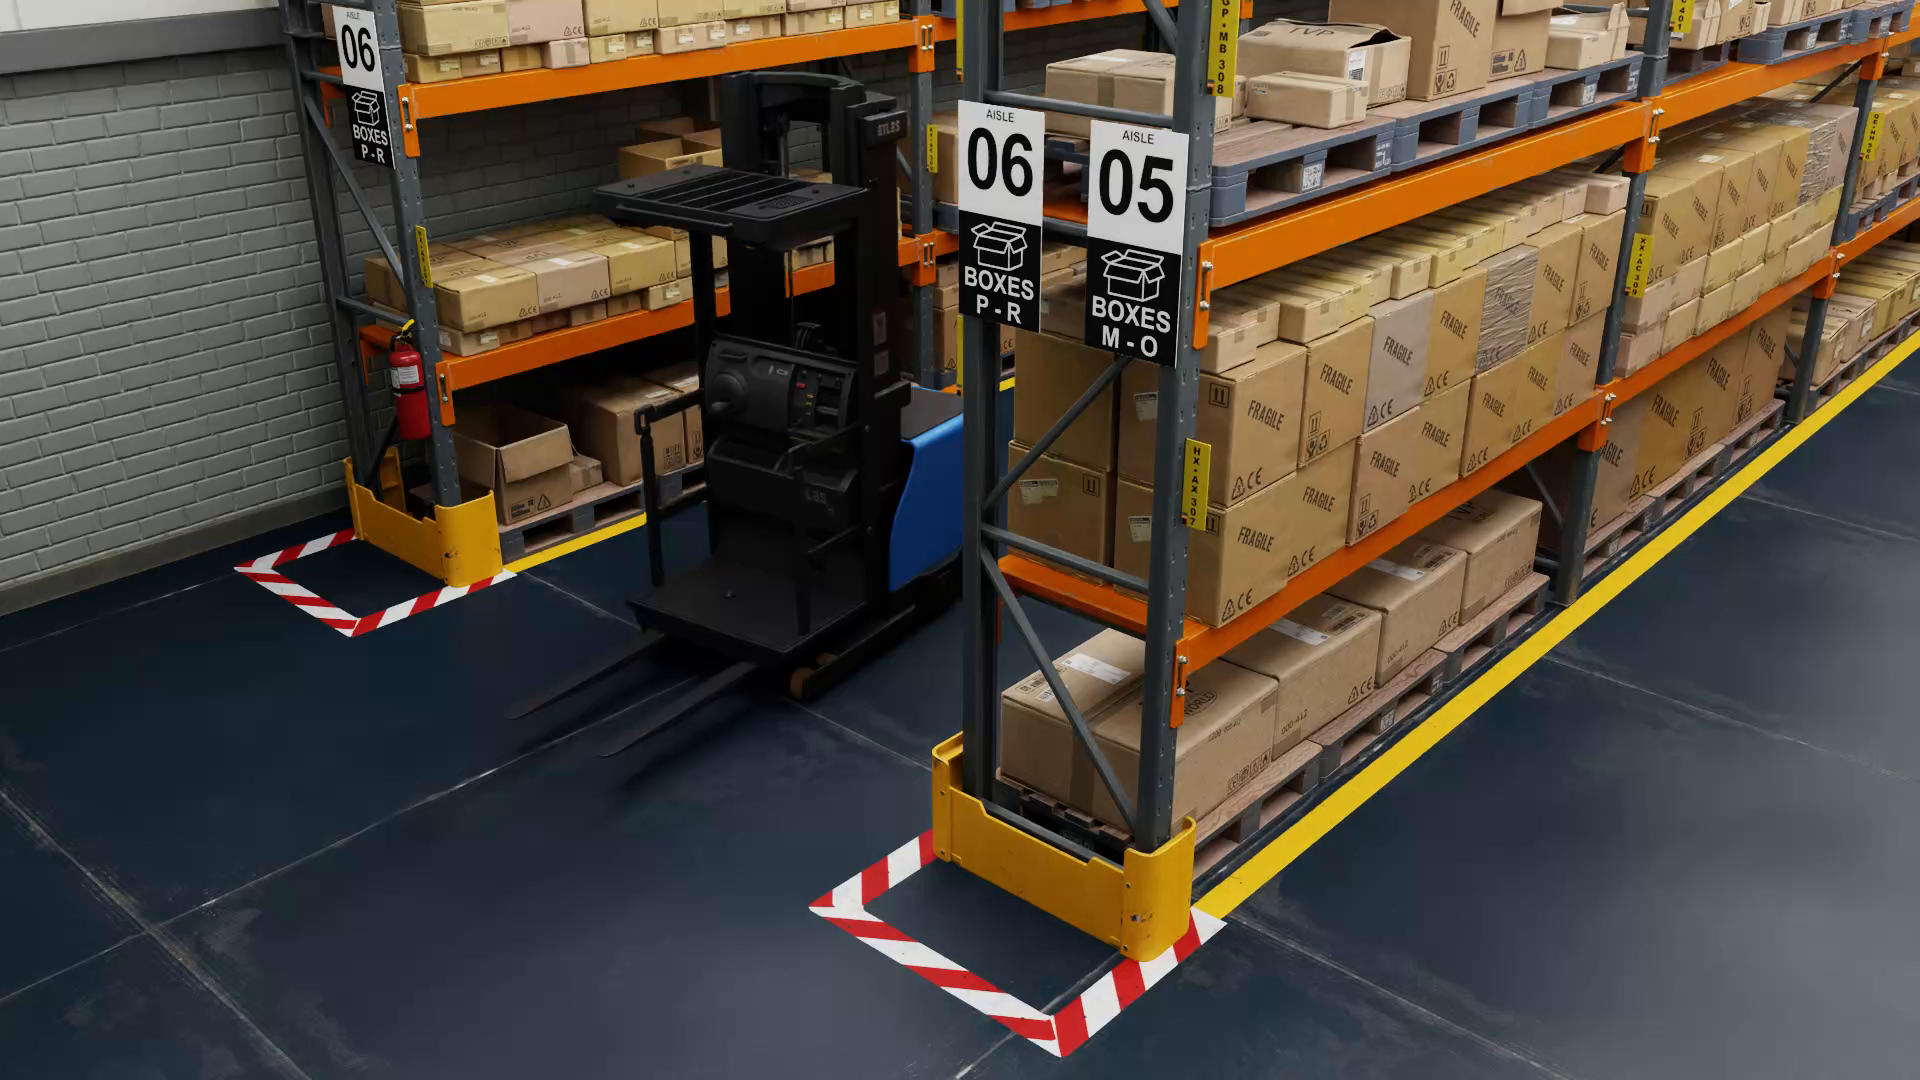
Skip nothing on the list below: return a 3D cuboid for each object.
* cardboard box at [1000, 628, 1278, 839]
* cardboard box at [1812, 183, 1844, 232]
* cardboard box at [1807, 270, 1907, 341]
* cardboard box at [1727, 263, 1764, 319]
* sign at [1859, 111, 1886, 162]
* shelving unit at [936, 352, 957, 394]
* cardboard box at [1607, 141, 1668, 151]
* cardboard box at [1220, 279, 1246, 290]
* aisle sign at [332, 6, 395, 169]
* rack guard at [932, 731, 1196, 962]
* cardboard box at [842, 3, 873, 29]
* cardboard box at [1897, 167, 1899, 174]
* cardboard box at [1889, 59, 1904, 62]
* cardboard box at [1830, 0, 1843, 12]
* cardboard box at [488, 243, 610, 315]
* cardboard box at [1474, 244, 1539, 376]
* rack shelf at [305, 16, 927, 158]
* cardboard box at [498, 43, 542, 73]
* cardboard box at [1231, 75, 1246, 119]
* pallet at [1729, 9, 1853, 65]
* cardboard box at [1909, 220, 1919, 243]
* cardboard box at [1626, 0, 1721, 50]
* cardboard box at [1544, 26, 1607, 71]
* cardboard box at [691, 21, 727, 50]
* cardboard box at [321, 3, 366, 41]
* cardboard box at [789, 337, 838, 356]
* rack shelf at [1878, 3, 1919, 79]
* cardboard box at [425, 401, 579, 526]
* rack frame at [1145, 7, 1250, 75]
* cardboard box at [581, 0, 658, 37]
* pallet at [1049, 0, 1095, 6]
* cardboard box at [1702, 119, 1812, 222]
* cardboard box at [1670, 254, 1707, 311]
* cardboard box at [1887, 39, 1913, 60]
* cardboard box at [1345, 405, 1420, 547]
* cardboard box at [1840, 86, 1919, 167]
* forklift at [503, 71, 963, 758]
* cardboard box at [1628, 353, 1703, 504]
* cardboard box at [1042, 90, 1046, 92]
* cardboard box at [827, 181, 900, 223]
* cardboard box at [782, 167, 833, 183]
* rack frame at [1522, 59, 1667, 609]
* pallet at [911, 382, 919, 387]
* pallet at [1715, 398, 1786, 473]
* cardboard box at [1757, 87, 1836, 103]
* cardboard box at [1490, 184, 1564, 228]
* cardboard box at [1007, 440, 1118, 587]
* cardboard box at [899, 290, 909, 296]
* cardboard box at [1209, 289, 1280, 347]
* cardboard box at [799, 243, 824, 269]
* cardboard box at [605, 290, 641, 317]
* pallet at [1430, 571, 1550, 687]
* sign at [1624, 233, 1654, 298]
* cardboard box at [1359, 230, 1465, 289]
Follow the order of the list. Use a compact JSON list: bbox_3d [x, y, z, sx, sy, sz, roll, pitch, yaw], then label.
[{"bbox_3d":[0.787,0.834,7.342,0.875,0.438,0.875,19,30,36],"label":"cardboard box"},{"bbox_3d":[5.627,-2.295,11.275,0.500,0.250,0.500,20,31,37],"label":"cardboard box"},{"bbox_3d":[7.142,-1.971,13.678,0.950,0.372,0.625,21,32,39],"label":"cardboard box"},{"bbox_3d":[4.620,-1.587,10.306,0.500,0.250,0.500,20,31,37],"label":"cardboard box"},{"bbox_3d":[6.176,-2.730,11.258,0.100,0.325,0.005,20,31,38],"label":"sign"},{"bbox_3d":[0.010,-0.552,10.014,0.258,1.200,0.189,20,31,38],"label":"shelving unit"},{"bbox_3d":[3.895,-2.149,10.032,0.500,0.500,0.500,21,32,39],"label":"cardboard box"},{"bbox_3d":[0.972,-1.128,6.962,0.380,0.149,0.250,21,32,39],"label":"cardboard box"},{"bbox_3d":[-3.104,-2.355,8.658,0.394,0.787,0.004,20,31,38],"label":"aisle sign"},{"bbox_3d":[0.405,1.233,6.889,1.175,0.500,0.348,20,31,38],"label":"rack guard"},{"bbox_3d":[-0.794,-3.478,10.982,0.380,0.149,0.250,20,31,37],"label":"cardboard box"},{"bbox_3d":[7.008,-2.895,12.834,0.380,0.149,0.250,22,32,39],"label":"cardboard box"},{"bbox_3d":[7.904,-3.880,14.237,0.500,0.500,0.500,21,32,39],"label":"cardboard box"},{"bbox_3d":[5.102,-3.336,10.009,0.396,0.266,0.258,19,30,36],"label":"cardboard box"},{"bbox_3d":[-2.438,-1.555,9.871,0.500,0.250,0.500,21,31,38],"label":"cardboard box"},{"bbox_3d":[2.304,-1.106,7.707,0.500,0.500,0.500,21,31,38],"label":"cardboard box"},{"bbox_3d":[-1.943,-2.919,10.307,1.077,0.370,4.000,20,31,38],"label":"rack shelf"},{"bbox_3d":[-2.552,-2.718,9.285,0.380,0.149,0.250,20,31,38],"label":"cardboard box"},{"bbox_3d":[0.875,-1.718,6.420,0.380,0.149,0.250,17,29,34],"label":"cardboard box"},{"bbox_3d":[4.626,-3.083,10.024,1.003,0.211,1.213,22,32,40],"label":"pallet"},{"bbox_3d":[9.025,-2.956,15.108,0.500,0.500,0.500,22,32,40],"label":"cardboard box"},{"bbox_3d":[3.686,-2.690,8.567,0.396,0.266,0.258,20,31,37],"label":"cardboard box"},{"bbox_3d":[2.727,-2.263,7.635,0.380,0.149,0.250,21,32,39],"label":"cardboard box"},{"bbox_3d":[-1.633,-3.075,10.082,0.380,0.149,0.250,21,32,39],"label":"cardboard box"},{"bbox_3d":[-3.183,-2.915,9.239,0.500,0.250,0.500,19,31,37],"label":"cardboard box"},{"bbox_3d":[-1.225,-1.316,12.292,0.500,0.311,0.500,22,32,39],"label":"cardboard box"},{"bbox_3d":[7.095,-4.002,12.723,1.077,0.370,4.000,20,31,38],"label":"rack shelf"},{"bbox_3d":[-2.799,-0.482,10.197,0.797,0.503,0.637,19,30,36],"label":"cardboard box"},{"bbox_3d":[2.062,-3.707,14.851,1.000,3.000,0.127,20,31,38],"label":"rack frame"},{"bbox_3d":[-2.103,-3.079,9.604,0.500,0.250,0.500,19,30,36],"label":"cardboard box"},{"bbox_3d":[0.569,-4.267,12.664,1.213,0.211,1.003,20,31,38],"label":"pallet"},{"bbox_3d":[4.938,-2.317,10.408,0.500,0.500,0.500,20,31,38],"label":"cardboard box"},{"bbox_3d":[3.922,-1.517,9.539,0.500,0.250,0.500,21,31,38],"label":"cardboard box"},{"bbox_3d":[7.853,-4.193,14.144,0.380,0.149,0.250,20,31,37],"label":"cardboard box"},{"bbox_3d":[1.625,-0.340,7.221,0.500,0.500,0.500,20,31,37],"label":"cardboard box"},{"bbox_3d":[6.925,-3.124,12.551,0.500,0.500,0.500,21,31,38],"label":"cardboard box"},{"bbox_3d":[-1.044,-0.743,8.324,1.130,2.935,3.031,15,28,30],"label":"forklift"},{"bbox_3d":[4.042,-0.844,10.550,0.875,0.875,0.875,21,32,39],"label":"cardboard box"},{"bbox_3d":[1.110,-3.398,13.522,0.797,0.503,0.637,19,31,36],"label":"cardboard box"},{"bbox_3d":[-0.766,-2.334,11.608,0.500,0.250,0.500,21,32,39],"label":"cardboard box"},{"bbox_3d":[-1.140,-2.478,11.930,0.500,0.250,0.500,20,31,37],"label":"cardboard box"},{"bbox_3d":[3.091,-1.134,9.112,1.000,3.000,0.127,20,31,38],"label":"rack frame"},{"bbox_3d":[-1.067,-1.007,12.237,1.003,0.211,1.213,20,31,38],"label":"pallet"},{"bbox_3d":[5.178,-0.860,11.911,1.003,0.211,1.213,20,31,38],"label":"pallet"},{"bbox_3d":[6.194,-3.100,12.499,0.500,0.500,0.500,20,31,37],"label":"cardboard box"},{"bbox_3d":[2.692,-1.627,8.075,0.380,0.149,0.250,20,31,38],"label":"cardboard box"},{"bbox_3d":[0.546,-0.180,6.863,0.500,0.500,0.500,20,31,38],"label":"cardboard box"},{"bbox_3d":[-0.500,-1.769,13.072,0.500,0.500,0.500,20,31,37],"label":"cardboard box"},{"bbox_3d":[0.986,-0.845,6.331,0.380,0.149,0.250,21,32,39],"label":"cardboard box"},{"bbox_3d":[-1.141,-1.964,11.270,0.380,0.149,0.250,21,32,39],"label":"cardboard box"},{"bbox_3d":[-2.182,-1.502,10.241,0.380,0.149,0.250,21,31,38],"label":"cardboard box"},{"bbox_3d":[2.525,0.349,9.214,1.003,0.211,1.213,20,31,38],"label":"pallet"},{"bbox_3d":[3.505,-1.414,8.582,0.100,0.325,0.005,20,31,38],"label":"sign"},{"bbox_3d":[1.931,-1.207,7.137,0.380,0.149,0.250,19,31,36],"label":"cardboard box"}]
